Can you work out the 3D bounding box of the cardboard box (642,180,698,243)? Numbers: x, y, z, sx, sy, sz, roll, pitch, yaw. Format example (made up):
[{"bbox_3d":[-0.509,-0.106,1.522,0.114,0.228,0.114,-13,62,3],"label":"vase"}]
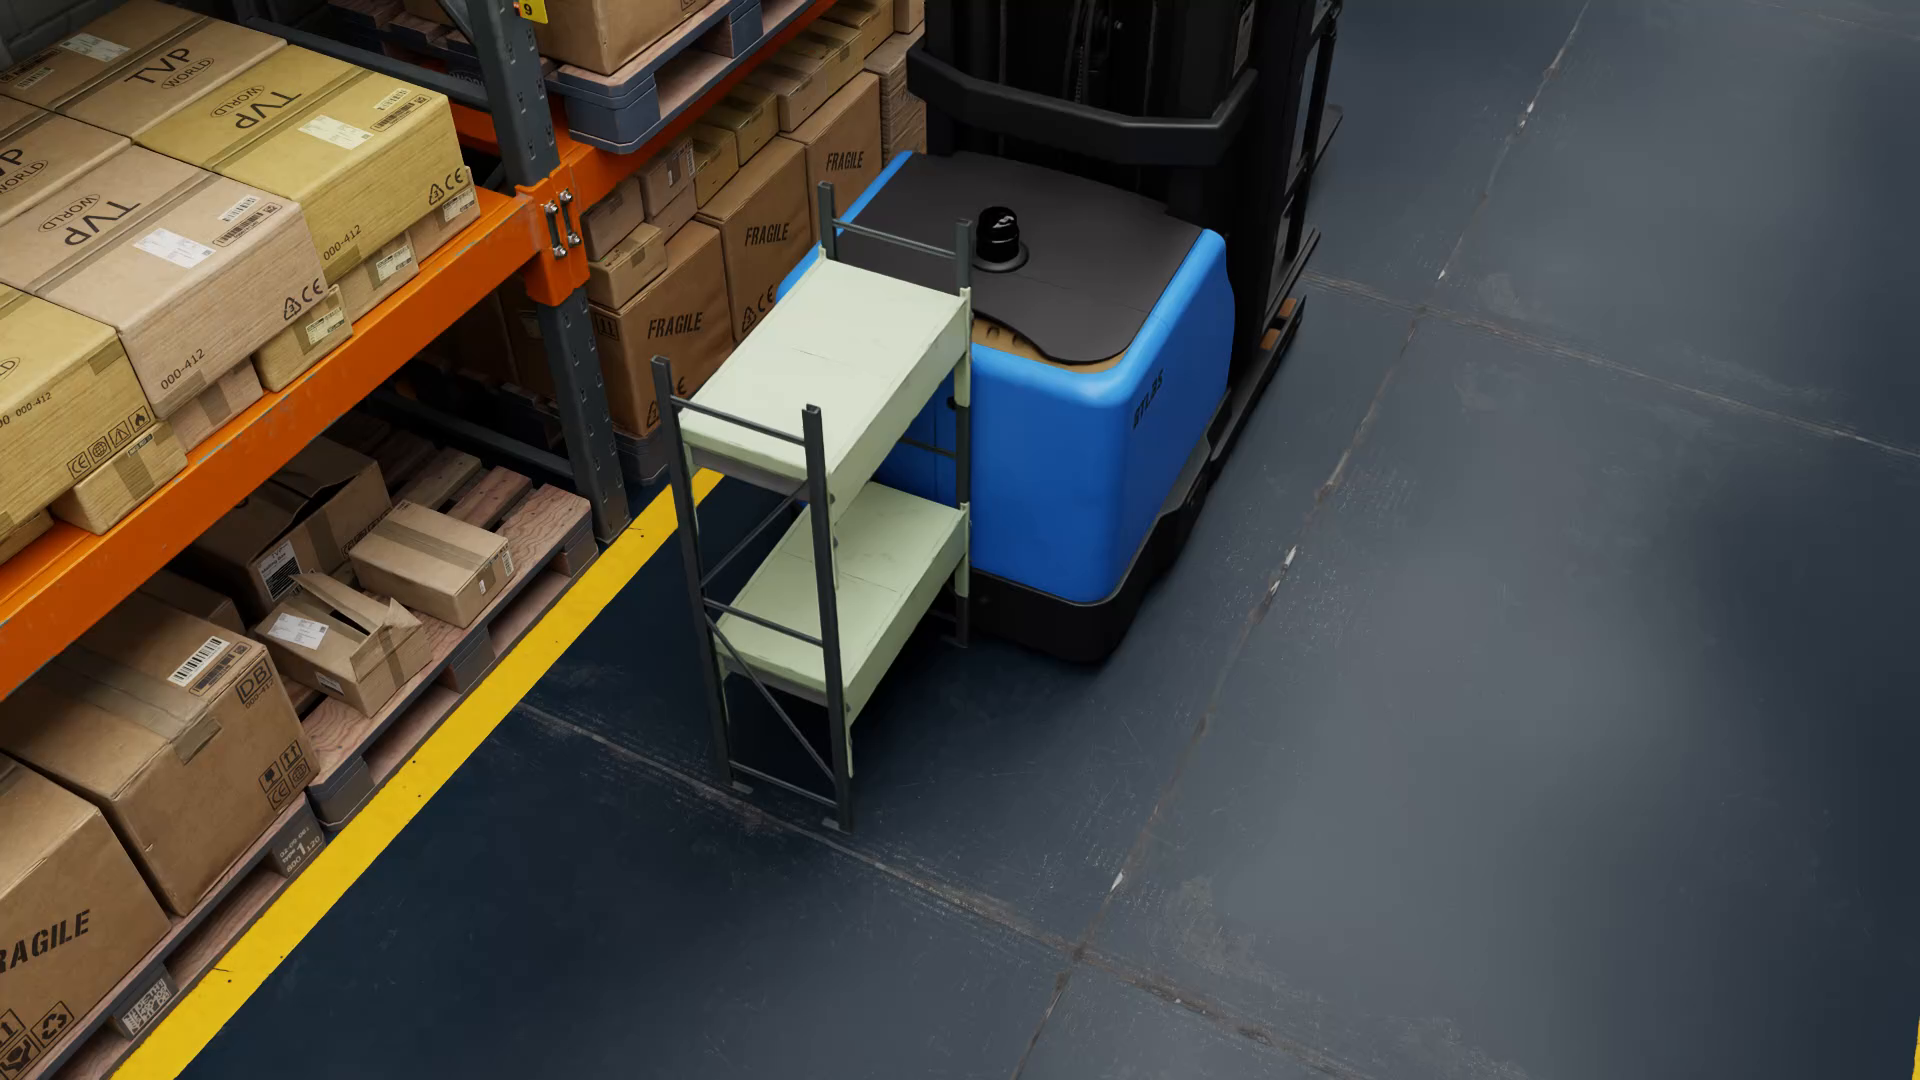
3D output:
[{"bbox_3d":[-1.054,-1.072,5.207,0.380,0.149,0.250,19,48,18],"label":"cardboard box"}]

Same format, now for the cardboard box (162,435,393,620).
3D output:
[{"bbox_3d":[-2.033,-0.101,4.836,0.500,0.311,0.500,22,49,20],"label":"cardboard box"}]

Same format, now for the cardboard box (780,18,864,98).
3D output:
[{"bbox_3d":[-0.564,-1.715,5.843,0.380,0.149,0.250,22,49,20],"label":"cardboard box"}]

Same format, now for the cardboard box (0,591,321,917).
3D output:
[{"bbox_3d":[-2.092,0.480,4.129,0.700,0.500,0.500,19,48,18],"label":"cardboard box"}]

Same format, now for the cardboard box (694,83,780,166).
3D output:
[{"bbox_3d":[-0.830,-1.415,5.545,0.380,0.149,0.250,20,49,18],"label":"cardboard box"}]

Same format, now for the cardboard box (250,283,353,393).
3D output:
[{"bbox_3d":[-1.642,-0.522,3.833,0.380,0.149,0.250,22,49,20],"label":"cardboard box"}]

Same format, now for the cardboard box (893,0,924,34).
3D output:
[{"bbox_3d":[-0.305,-2.033,6.157,0.380,0.149,0.250,18,48,17],"label":"cardboard box"}]

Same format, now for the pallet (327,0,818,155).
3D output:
[{"bbox_3d":[-1.049,-1.637,4.894,1.003,0.211,1.213,20,49,19],"label":"pallet"}]

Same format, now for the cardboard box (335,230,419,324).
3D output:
[{"bbox_3d":[-1.542,-0.693,4.003,0.380,0.149,0.250,22,49,20],"label":"cardboard box"}]

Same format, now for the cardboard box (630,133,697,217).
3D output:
[{"bbox_3d":[-1.036,-1.156,5.081,0.380,0.149,0.250,18,48,17],"label":"cardboard box"}]

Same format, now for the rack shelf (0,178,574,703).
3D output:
[{"bbox_3d":[-2.445,0.276,3.374,1.077,0.370,4.000,20,49,19],"label":"rack shelf"}]

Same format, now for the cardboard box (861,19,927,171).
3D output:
[{"bbox_3d":[-0.372,-1.713,6.296,0.500,0.500,0.500,19,48,18],"label":"cardboard box"}]

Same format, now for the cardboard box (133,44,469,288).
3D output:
[{"bbox_3d":[-1.537,-0.888,3.915,0.500,0.250,0.500,22,49,20],"label":"cardboard box"}]

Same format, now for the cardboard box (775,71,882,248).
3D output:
[{"bbox_3d":[-0.619,-1.388,5.975,0.500,0.500,0.500,19,48,18],"label":"cardboard box"}]

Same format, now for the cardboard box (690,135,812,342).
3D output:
[{"bbox_3d":[-0.854,-1.075,5.666,0.500,0.500,0.500,20,49,19],"label":"cardboard box"}]

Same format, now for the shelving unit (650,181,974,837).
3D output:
[{"bbox_3d":[-0.313,-0.034,4.229,0.431,1.500,0.755,19,48,17],"label":"shelving unit"}]

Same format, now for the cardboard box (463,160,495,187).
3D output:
[{"bbox_3d":[-1.601,-1.061,5.196,0.380,0.149,0.250,19,48,18],"label":"cardboard box"}]

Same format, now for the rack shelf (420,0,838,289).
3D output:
[{"bbox_3d":[-0.588,-2.244,5.865,1.077,0.370,4.000,20,49,19],"label":"rack shelf"}]

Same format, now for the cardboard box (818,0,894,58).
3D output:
[{"bbox_3d":[-0.464,-1.895,6.020,0.380,0.149,0.250,21,49,19],"label":"cardboard box"}]

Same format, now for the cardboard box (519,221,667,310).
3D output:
[{"bbox_3d":[-1.114,-0.872,5.009,0.380,0.149,0.250,23,50,21],"label":"cardboard box"}]

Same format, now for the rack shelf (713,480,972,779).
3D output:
[{"bbox_3d":[-0.313,0.196,4.461,0.431,0.370,0.720,19,48,17],"label":"rack shelf"}]

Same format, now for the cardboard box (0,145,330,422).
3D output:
[{"bbox_3d":[-1.756,-0.567,3.598,0.500,0.250,0.500,21,49,19],"label":"cardboard box"}]

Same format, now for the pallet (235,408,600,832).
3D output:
[{"bbox_3d":[-1.836,0.176,4.928,1.003,0.211,1.213,20,49,19],"label":"pallet"}]

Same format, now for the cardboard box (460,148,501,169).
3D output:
[{"bbox_3d":[-1.484,-1.229,5.361,0.380,0.149,0.250,20,49,19],"label":"cardboard box"}]

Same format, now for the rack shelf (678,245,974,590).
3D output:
[{"bbox_3d":[-0.313,-0.308,3.951,0.431,0.370,0.720,19,48,17],"label":"rack shelf"}]

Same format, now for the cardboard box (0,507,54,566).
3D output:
[{"bbox_3d":[-2.100,-0.069,3.386,0.380,0.149,0.250,21,49,20],"label":"cardboard box"}]

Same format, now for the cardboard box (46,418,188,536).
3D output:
[{"bbox_3d":[-1.881,-0.195,3.510,0.380,0.149,0.250,20,49,18],"label":"cardboard box"}]

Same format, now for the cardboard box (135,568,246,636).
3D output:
[{"bbox_3d":[-2.234,0.229,4.624,0.380,0.149,0.250,20,49,19],"label":"cardboard box"}]

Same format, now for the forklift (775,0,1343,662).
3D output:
[{"bbox_3d":[0.577,-1.734,4.903,1.130,2.935,3.031,19,48,17],"label":"forklift"}]

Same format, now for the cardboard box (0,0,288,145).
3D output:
[{"bbox_3d":[-1.986,-1.066,4.091,0.500,0.250,0.500,20,49,19],"label":"cardboard box"}]

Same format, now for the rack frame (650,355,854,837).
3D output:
[{"bbox_3d":[-0.470,0.202,3.996,0.400,1.500,0.023,19,48,17],"label":"rack frame"}]

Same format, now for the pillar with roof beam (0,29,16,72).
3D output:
[{"bbox_3d":[1.175,-1.783,0.686,9.100,9.000,0.400,20,49,19],"label":"pillar with roof beam"}]

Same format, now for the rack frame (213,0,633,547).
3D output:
[{"bbox_3d":[-1.516,-1.237,4.364,1.000,3.000,0.127,20,49,19],"label":"rack frame"}]

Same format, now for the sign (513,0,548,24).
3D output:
[{"bbox_3d":[-1.032,-1.367,3.883,0.100,0.325,0.005,20,49,19],"label":"sign"}]

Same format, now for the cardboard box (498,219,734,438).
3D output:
[{"bbox_3d":[-1.093,-0.736,5.331,0.500,0.500,0.500,22,49,21],"label":"cardboard box"}]

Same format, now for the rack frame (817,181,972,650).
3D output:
[{"bbox_3d":[-0.157,-0.269,4.461,0.400,1.500,0.023,19,48,17],"label":"rack frame"}]

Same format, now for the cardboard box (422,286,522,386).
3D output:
[{"bbox_3d":[-1.551,-0.913,5.506,0.500,0.500,0.500,20,49,19],"label":"cardboard box"}]

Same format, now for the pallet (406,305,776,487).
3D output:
[{"bbox_3d":[-1.172,-0.782,5.874,1.003,0.211,1.213,20,49,19],"label":"pallet"}]

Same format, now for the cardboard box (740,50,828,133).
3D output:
[{"bbox_3d":[-0.681,-1.560,5.689,0.380,0.149,0.250,20,49,19],"label":"cardboard box"}]

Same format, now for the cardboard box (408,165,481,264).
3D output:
[{"bbox_3d":[-1.441,-0.864,4.172,0.380,0.149,0.250,21,49,20],"label":"cardboard box"}]

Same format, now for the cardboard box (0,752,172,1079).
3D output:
[{"bbox_3d":[-2.240,0.834,3.779,0.500,0.500,0.500,21,49,20],"label":"cardboard box"}]

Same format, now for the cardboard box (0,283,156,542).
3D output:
[{"bbox_3d":[-1.999,-0.257,3.292,0.500,0.250,0.500,20,49,19],"label":"cardboard box"}]

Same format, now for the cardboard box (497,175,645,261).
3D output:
[{"bbox_3d":[-1.168,-0.997,4.923,0.380,0.149,0.250,20,49,18],"label":"cardboard box"}]

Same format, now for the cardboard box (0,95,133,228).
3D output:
[{"bbox_3d":[-2.212,-0.748,3.776,0.500,0.250,0.500,20,49,19],"label":"cardboard box"}]

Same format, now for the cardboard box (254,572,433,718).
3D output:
[{"bbox_3d":[-1.681,0.249,4.522,0.396,0.266,0.258,22,49,20],"label":"cardboard box"}]

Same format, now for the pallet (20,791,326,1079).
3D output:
[{"bbox_3d":[-2.401,0.947,4.166,1.003,0.211,1.213,20,49,19],"label":"pallet"}]

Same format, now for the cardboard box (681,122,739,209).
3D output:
[{"bbox_3d":[-0.945,-1.238,5.370,0.380,0.149,0.250,18,48,17],"label":"cardboard box"}]

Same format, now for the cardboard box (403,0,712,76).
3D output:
[{"bbox_3d":[-1.094,-1.651,4.407,0.700,0.500,0.500,22,49,20],"label":"cardboard box"}]

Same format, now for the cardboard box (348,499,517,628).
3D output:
[{"bbox_3d":[-1.515,0.065,4.786,0.380,0.149,0.250,19,48,18],"label":"cardboard box"}]

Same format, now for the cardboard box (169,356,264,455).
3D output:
[{"bbox_3d":[-1.787,-0.365,3.679,0.380,0.149,0.250,22,49,20],"label":"cardboard box"}]
